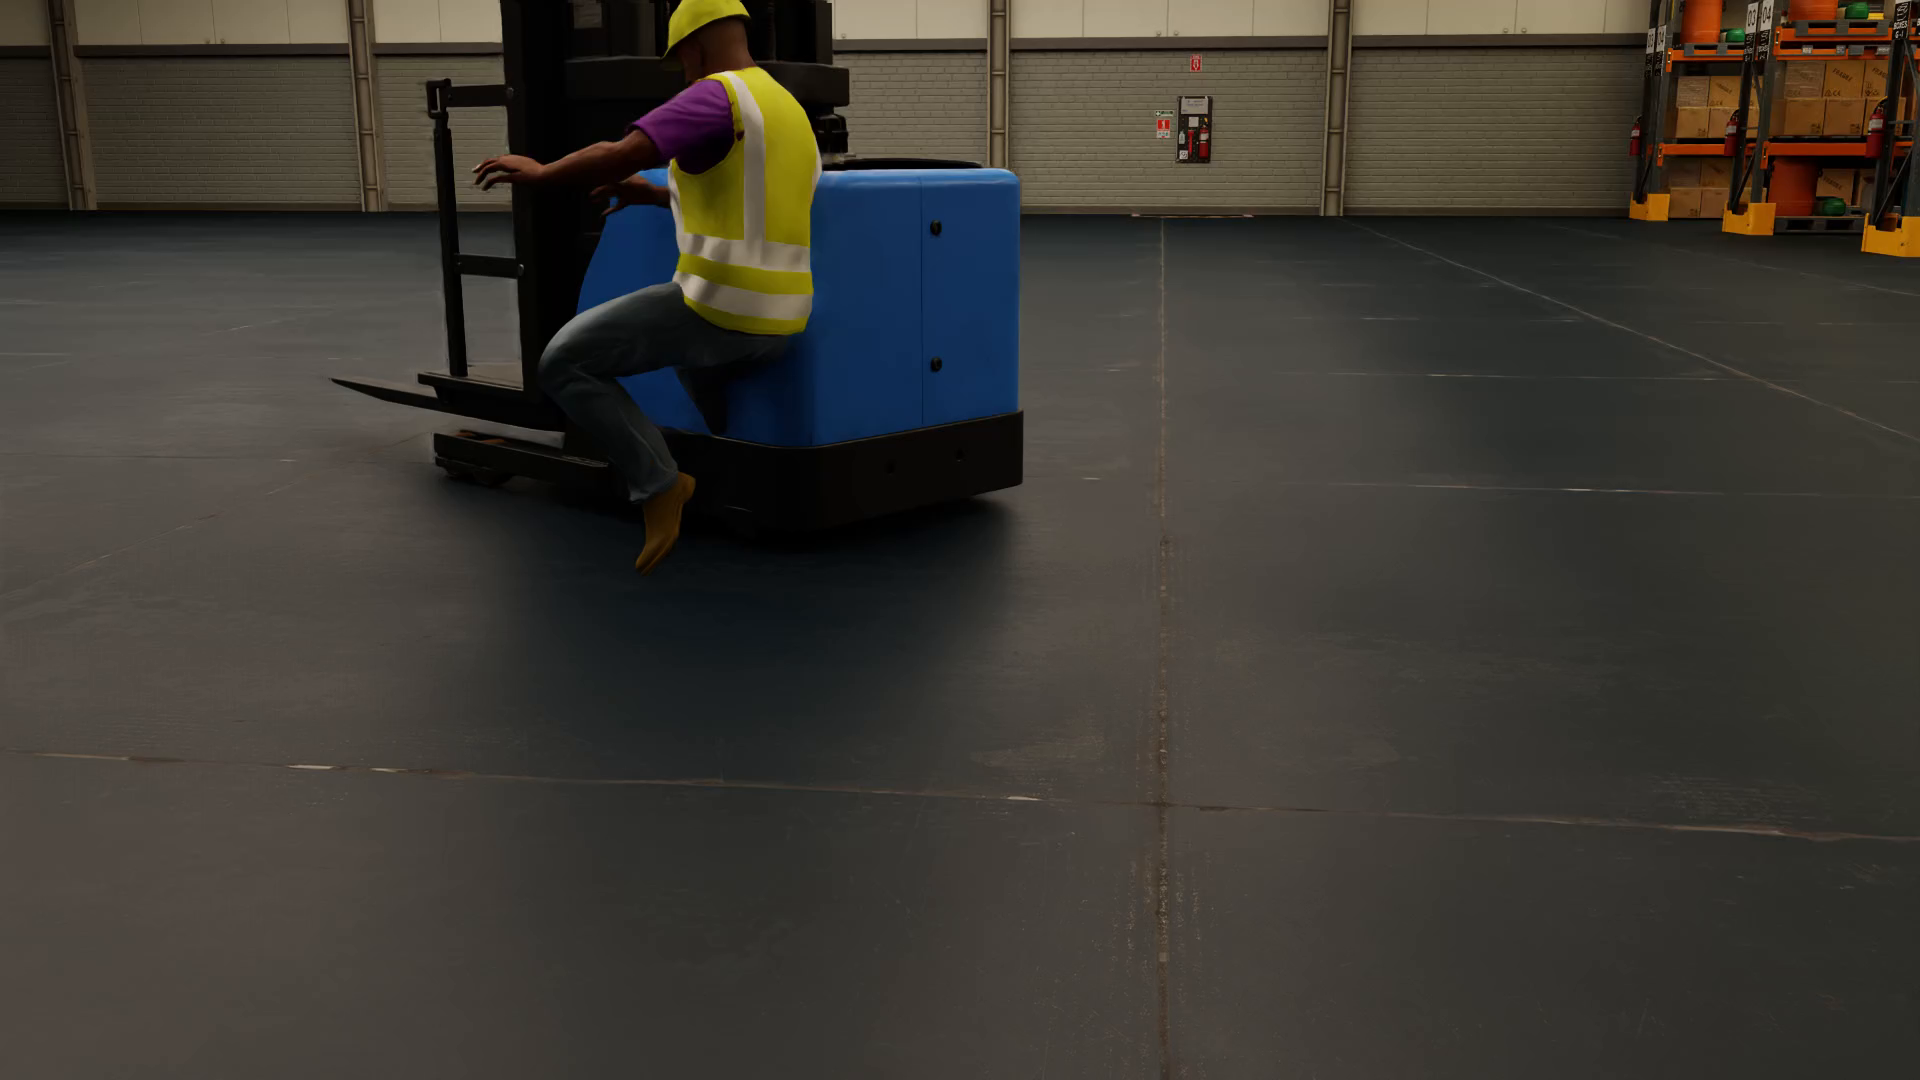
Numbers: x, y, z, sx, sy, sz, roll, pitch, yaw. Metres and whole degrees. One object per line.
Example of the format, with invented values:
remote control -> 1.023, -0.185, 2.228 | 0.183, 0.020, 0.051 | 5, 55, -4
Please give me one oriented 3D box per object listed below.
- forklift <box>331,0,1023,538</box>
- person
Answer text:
forklift -> -1.223, -1.692, 5.746 | 3.031, 2.935, 1.130 | 12, 18, 41
person -> -0.776, -0.710, 4.529 | 0.791, 1.525, 1.007 | 6, 15, 25
